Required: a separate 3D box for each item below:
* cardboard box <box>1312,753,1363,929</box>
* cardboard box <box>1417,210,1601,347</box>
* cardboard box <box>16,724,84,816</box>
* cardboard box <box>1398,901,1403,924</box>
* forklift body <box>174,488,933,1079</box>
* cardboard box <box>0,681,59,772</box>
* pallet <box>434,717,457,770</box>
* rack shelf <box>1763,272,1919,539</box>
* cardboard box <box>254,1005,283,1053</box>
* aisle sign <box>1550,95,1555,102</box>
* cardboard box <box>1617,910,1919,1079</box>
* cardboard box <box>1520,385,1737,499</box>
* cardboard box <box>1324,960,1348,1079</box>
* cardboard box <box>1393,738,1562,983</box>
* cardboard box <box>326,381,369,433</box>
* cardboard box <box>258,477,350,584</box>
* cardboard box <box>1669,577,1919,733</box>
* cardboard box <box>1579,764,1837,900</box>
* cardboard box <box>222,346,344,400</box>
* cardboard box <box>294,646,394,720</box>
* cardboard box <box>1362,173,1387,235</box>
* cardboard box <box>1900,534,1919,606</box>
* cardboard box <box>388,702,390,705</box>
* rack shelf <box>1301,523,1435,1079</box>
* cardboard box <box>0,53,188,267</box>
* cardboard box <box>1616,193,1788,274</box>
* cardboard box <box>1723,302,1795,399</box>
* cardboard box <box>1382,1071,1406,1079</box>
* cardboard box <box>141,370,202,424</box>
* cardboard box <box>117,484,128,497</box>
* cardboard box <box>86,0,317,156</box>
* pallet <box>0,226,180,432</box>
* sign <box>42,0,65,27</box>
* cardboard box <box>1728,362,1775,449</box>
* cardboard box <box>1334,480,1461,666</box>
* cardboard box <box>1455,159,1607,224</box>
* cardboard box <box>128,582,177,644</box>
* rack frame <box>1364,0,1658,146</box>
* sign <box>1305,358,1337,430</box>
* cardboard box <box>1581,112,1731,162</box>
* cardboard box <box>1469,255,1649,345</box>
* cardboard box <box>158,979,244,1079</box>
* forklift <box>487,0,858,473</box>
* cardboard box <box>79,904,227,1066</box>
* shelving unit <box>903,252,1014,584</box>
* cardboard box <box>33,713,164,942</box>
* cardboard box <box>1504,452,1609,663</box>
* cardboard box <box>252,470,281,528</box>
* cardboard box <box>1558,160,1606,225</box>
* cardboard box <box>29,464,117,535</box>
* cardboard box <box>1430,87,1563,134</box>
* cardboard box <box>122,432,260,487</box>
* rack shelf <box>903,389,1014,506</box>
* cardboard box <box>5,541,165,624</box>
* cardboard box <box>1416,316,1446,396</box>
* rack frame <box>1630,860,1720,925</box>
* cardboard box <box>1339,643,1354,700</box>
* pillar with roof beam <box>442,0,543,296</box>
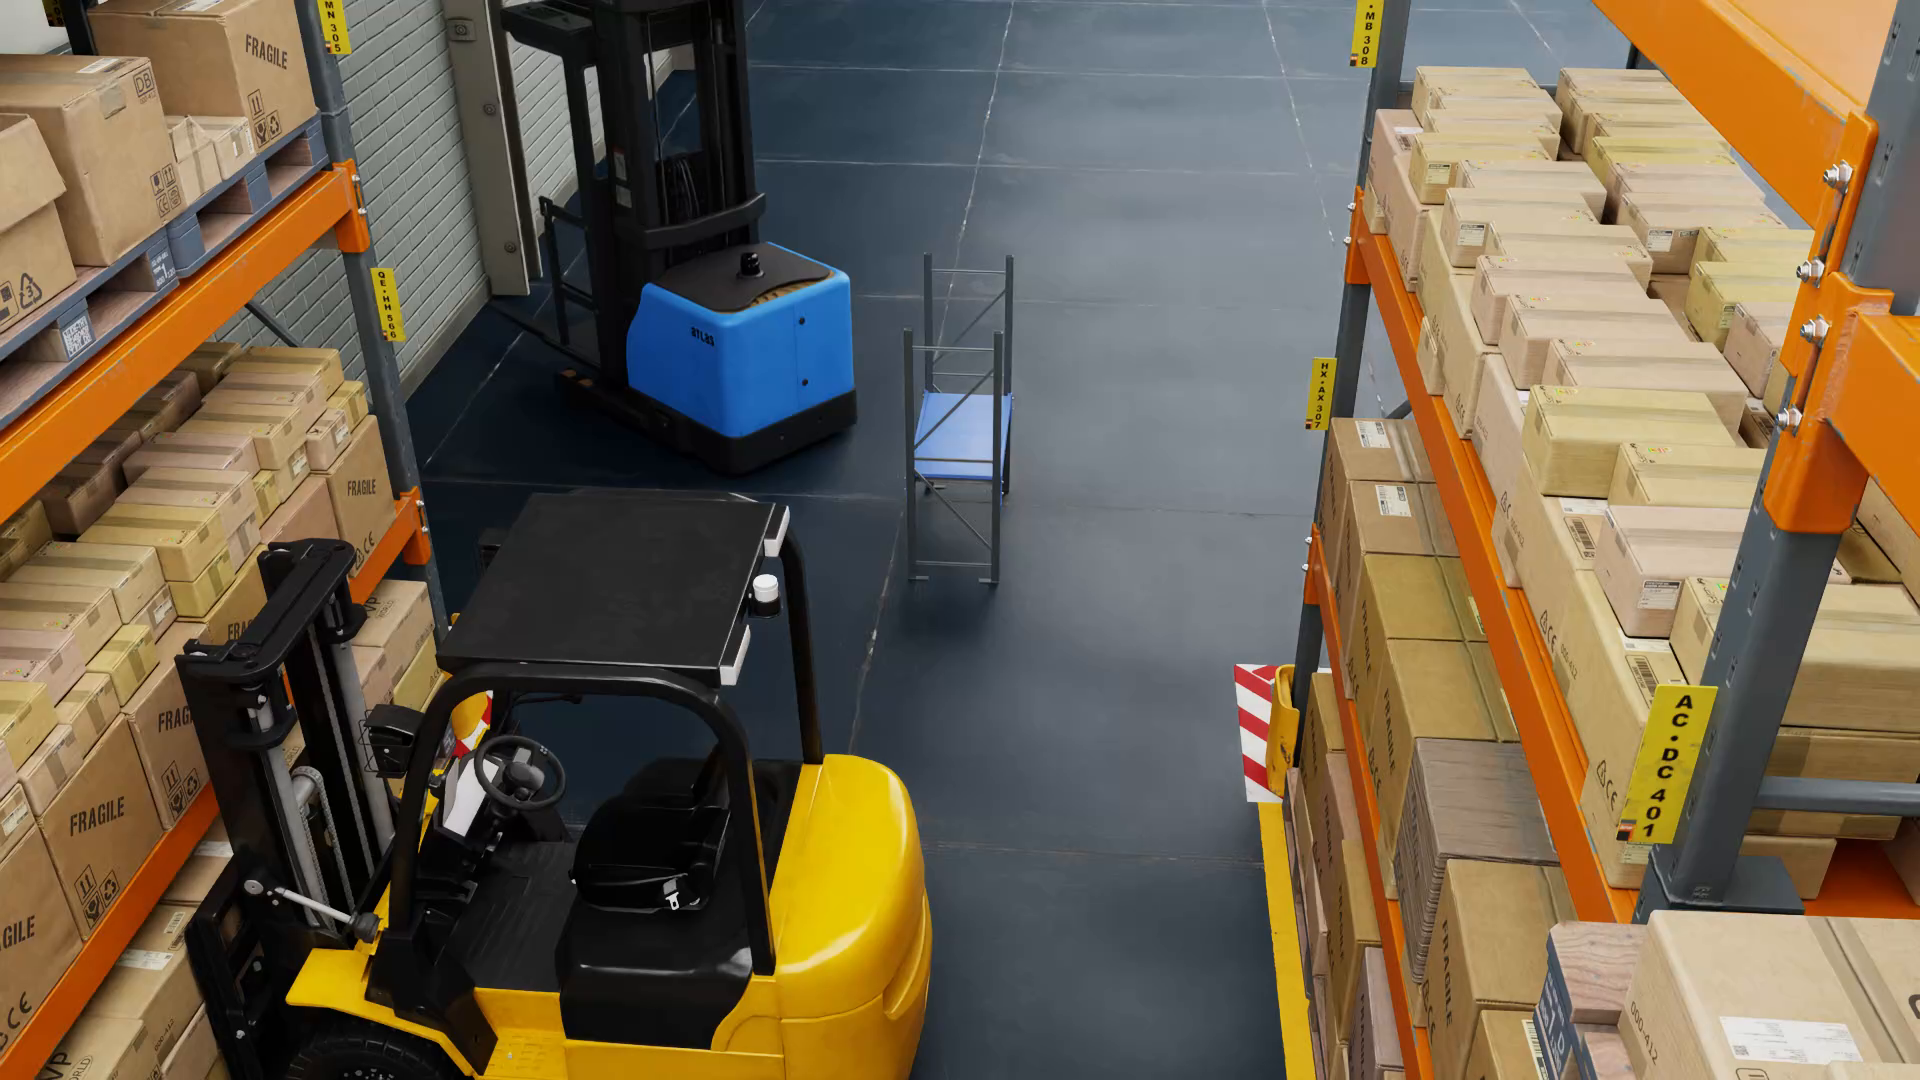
[{"bbox_3d":[1.642,1.163,6.289,0.500,0.500,0.500,1,32,2],"label":"cardboard box"},{"bbox_3d":[1.649,-0.759,4.904,0.500,0.250,0.500,3,32,5],"label":"cardboard box"},{"bbox_3d":[-2.832,0.666,4.877,0.380,0.149,0.250,2,32,3],"label":"cardboard box"},{"bbox_3d":[1.550,1.148,5.047,0.380,0.149,0.250,2,32,3],"label":"cardboard box"},{"bbox_3d":[-1.260,1.015,5.832,2.313,2.155,1.214,2,32,4],"label":"forklift body"},{"bbox_3d":[-2.868,0.535,4.805,0.380,0.149,0.250,2,32,3],"label":"cardboard box"},{"bbox_3d":[-2.945,1.173,7.425,1.003,0.211,1.213,2,32,4],"label":"pallet"},{"bbox_3d":[1.535,0.855,0.633,1.077,0.370,4.000,2,32,4],"label":"rack shelf"},{"bbox_3d":[-2.767,1.629,6.248,0.500,0.250,0.500,3,32,6],"label":"cardboard box"},{"bbox_3d":[2.317,-1.332,6.355,0.394,0.787,0.004,2,32,4],"label":"aisle sign"},{"bbox_3d":[1.250,0.783,2.285,0.500,0.250,0.500,2,32,3],"label":"cardboard box"},{"bbox_3d":[1.451,-0.211,3.634,0.380,0.149,0.250,3,32,5],"label":"cardboard box"},{"bbox_3d":[1.601,1.749,6.054,0.500,0.250,0.500,5,32,7],"label":"cardboard box"},{"bbox_3d":[1.559,0.933,4.778,0.500,0.500,0.500,3,32,5],"label":"cardboard box"},{"bbox_3d":[-2.673,-0.541,6.835,0.380,0.149,0.250,3,32,5],"label":"cardboard box"},{"bbox_3d":[-2.754,0.081,6.444,0.500,0.500,0.500,3,32,6],"label":"cardboard box"},{"bbox_3d":[1.506,0.202,2.964,0.380,0.149,0.250,3,32,5],"label":"cardboard box"},{"bbox_3d":[1.419,0.538,3.179,0.380,0.149,0.250,3,32,4],"label":"cardboard box"},{"bbox_3d":[-2.743,-0.664,6.752,0.380,0.149,0.250,3,32,4],"label":"cardboard box"},{"bbox_3d":[-2.687,0.672,6.848,0.500,0.250,0.500,3,32,5],"label":"cardboard box"},{"bbox_3d":[1.673,-1.216,6.024,0.380,0.149,0.250,2,32,4],"label":"cardboard box"},{"bbox_3d":[2.041,0.089,3.147,0.380,0.149,0.250,3,32,5],"label":"cardboard box"},{"bbox_3d":[-2.704,0.893,6.966,0.500,0.250,0.500,2,32,4],"label":"cardboard box"},{"bbox_3d":[1.860,1.147,5.496,1.077,0.370,4.000,2,32,4],"label":"rack shelf"},{"bbox_3d":[-2.901,-1.183,5.141,0.700,0.500,0.500,3,32,4],"label":"cardboard box"},{"bbox_3d":[2.082,-0.864,4.694,0.380,0.149,0.250,2,32,3],"label":"cardboard box"},{"bbox_3d":[2.100,-0.457,4.034,0.380,0.149,0.250,2,32,3],"label":"cardboard box"},{"bbox_3d":[1.518,1.972,4.977,0.500,0.500,0.500,3,32,5],"label":"cardboard box"},{"bbox_3d":[-3.249,-0.558,6.579,0.380,0.149,0.250,4,32,6],"label":"cardboard box"},{"bbox_3d":[-3.277,-0.166,6.227,0.380,0.149,0.250,1,32,2],"label":"cardboard box"},{"bbox_3d":[-2.717,-1.714,6.003,0.500,0.500,0.500,3,32,6],"label":"cardboard box"},{"bbox_3d":[-3.104,-0.646,4.945,1.003,0.211,1.213,2,32,4],"label":"pallet"},{"bbox_3d":[-3.477,-2.125,6.352,0.100,0.325,0.005,2,32,4],"label":"sign"},{"bbox_3d":[2.093,-0.203,4.001,0.500,0.250,0.500,3,32,4],"label":"cardboard box"},{"bbox_3d":[1.669,0.132,6.078,0.500,0.500,0.500,3,32,5],"label":"cardboard box"},{"bbox_3d":[1.685,-1.016,4.939,0.380,0.149,0.250,2,32,4],"label":"cardboard box"},{"bbox_3d":[-2.864,0.258,5.540,0.380,0.149,0.250,2,32,4],"label":"cardboard box"},{"bbox_3d":[2.023,-2.759,5.430,1.000,3.000,0.127,2,32,4],"label":"rack frame"},{"bbox_3d":[1.482,-0.597,6.815,0.100,0.325,0.005,2,32,4],"label":"sign"},{"bbox_3d":[2.228,-1.258,5.333,0.380,0.149,0.250,2,32,3],"label":"cardboard box"},{"bbox_3d":[1.537,-0.613,4.286,0.380,0.149,0.250,3,32,5],"label":"cardboard box"},{"bbox_3d":[-2.811,1.690,5.674,0.500,0.250,0.500,2,32,4],"label":"cardboard box"},{"bbox_3d":[-2.059,-2.317,10.497,3.031,2.935,1.130,27,41,37],"label":"forklift"},{"bbox_3d":[-2.817,1.475,5.545,0.500,0.250,0.500,3,32,6],"label":"cardboard box"},{"bbox_3d":[0.007,-0.683,9.209,0.538,1.500,1.048,2,32,4],"label":"shelving unit"},{"bbox_3d":[-2.888,0.875,5.156,0.500,0.500,0.500,2,32,3],"label":"cardboard box"},{"bbox_3d":[1.505,0.040,3.607,0.500,0.250,0.500,2,32,3],"label":"cardboard box"},{"bbox_3d":[-2.778,-0.144,6.191,0.380,0.149,0.250,2,32,4],"label":"cardboard box"},{"bbox_3d":[2.194,-1.004,5.300,0.500,0.250,0.500,2,32,3],"label":"cardboard box"},{"bbox_3d":[-3.258,-0.153,5.922,0.380,0.149,0.250,3,32,6],"label":"cardboard box"},{"bbox_3d":[1.786,-1.405,5.572,0.380,0.149,0.250,2,32,4],"label":"cardboard box"},{"bbox_3d":[-2.821,-0.269,6.111,0.380,0.149,0.250,3,32,4],"label":"cardboard box"},{"bbox_3d":[0.007,-0.530,9.304,0.538,0.185,1.000,2,32,4],"label":"rack shelf"},{"bbox_3d":[-2.862,0.138,5.450,0.380,0.149,0.250,3,32,5],"label":"cardboard box"},{"bbox_3d":[1.571,-0.540,4.928,0.380,0.149,0.250,3,32,5],"label":"cardboard box"},{"bbox_3d":[1.698,1.886,3.610,1.000,3.000,0.127,2,32,4],"label":"rack frame"},{"bbox_3d":[1.614,0.469,6.150,0.380,0.149,0.250,3,32,5],"label":"cardboard box"},{"bbox_3d":[0.900,-5.597,10.036,9.100,9.000,0.400,2,32,4],"label":"pillar with roof beam"}]
